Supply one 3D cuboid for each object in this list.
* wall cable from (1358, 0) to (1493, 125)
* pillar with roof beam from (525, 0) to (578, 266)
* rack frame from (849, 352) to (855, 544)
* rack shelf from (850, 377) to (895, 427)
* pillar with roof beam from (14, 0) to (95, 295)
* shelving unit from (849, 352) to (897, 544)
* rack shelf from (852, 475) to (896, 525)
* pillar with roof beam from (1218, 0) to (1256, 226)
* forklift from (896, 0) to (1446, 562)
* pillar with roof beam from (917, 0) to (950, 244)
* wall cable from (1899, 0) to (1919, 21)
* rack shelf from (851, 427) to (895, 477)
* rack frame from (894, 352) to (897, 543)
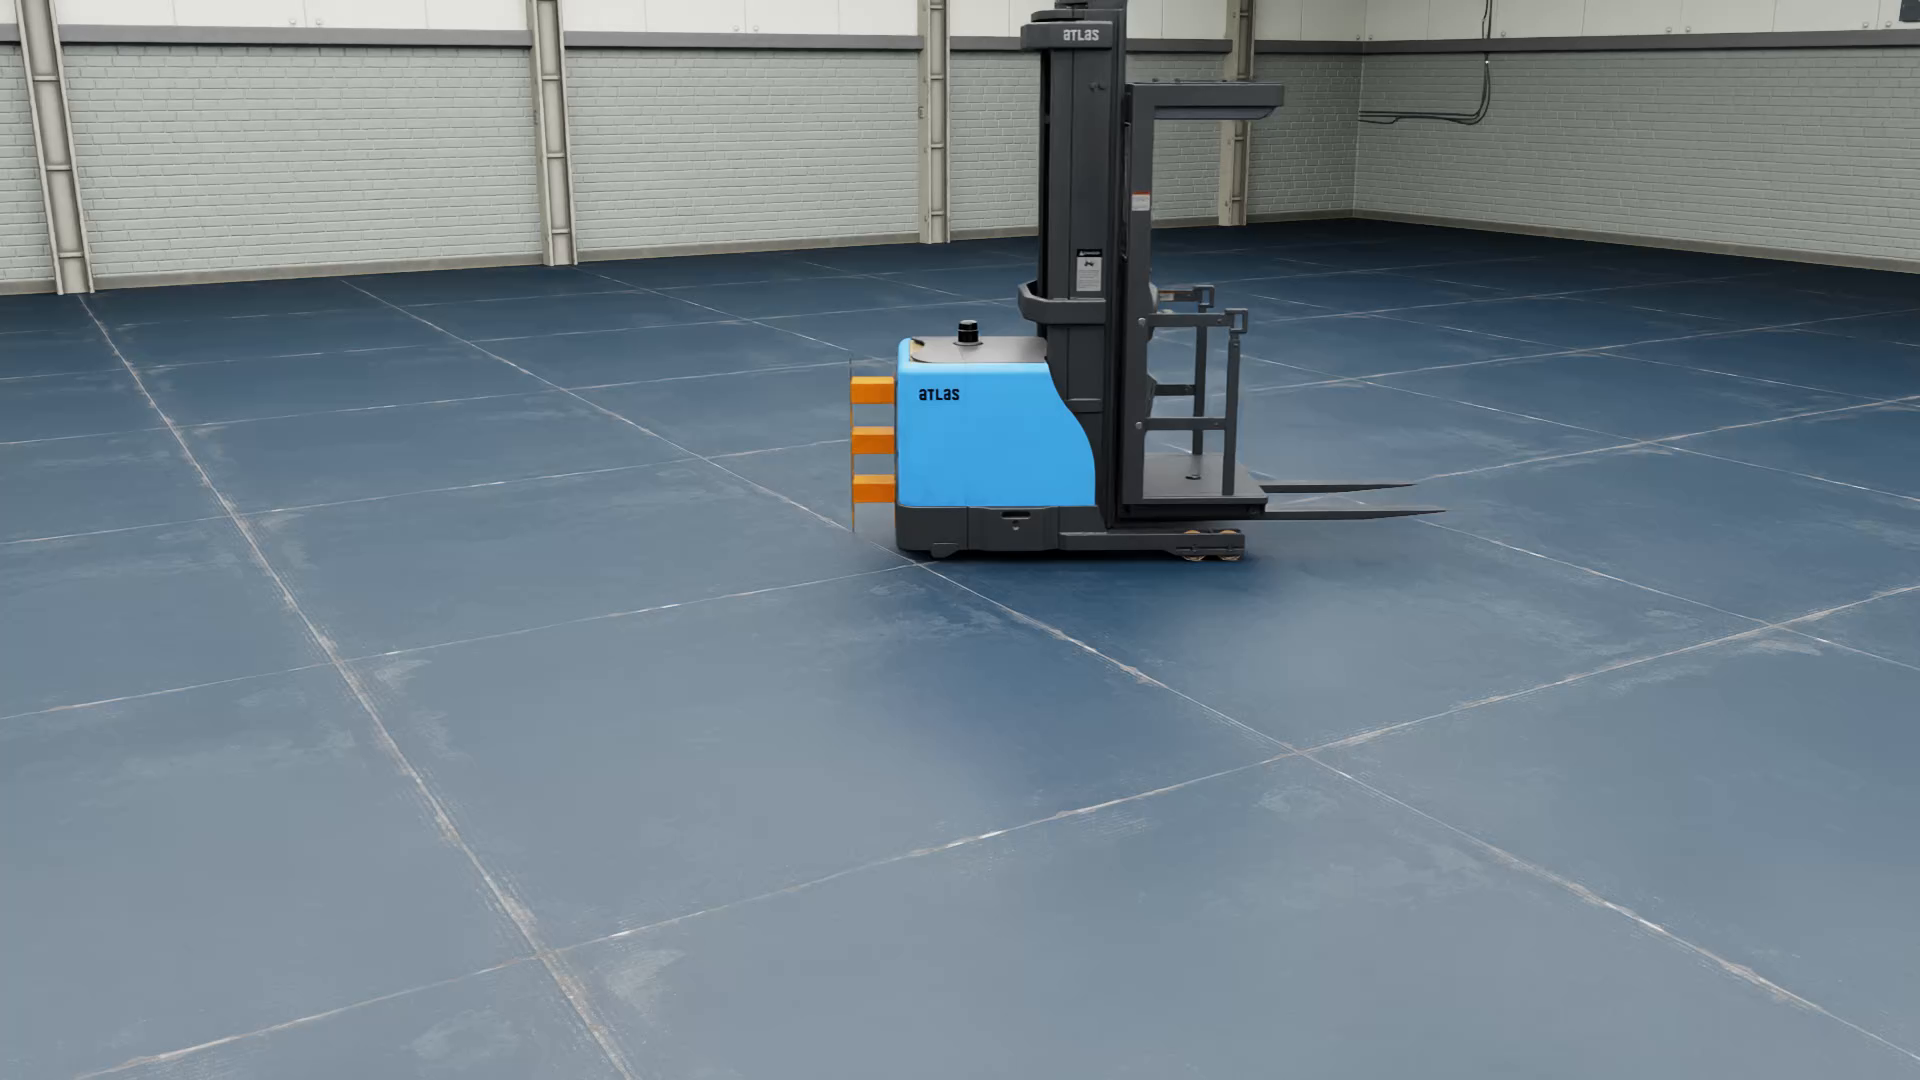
[{"bbox_3d":[7.950,-8.438,28.593,0.112,2.526,3.097,-9,18,-30],"label":"wall cable"},{"bbox_3d":[-3.325,-7.166,18.301,0.400,9.000,9.100,-9,18,-30],"label":"pillar with roof beam"},{"bbox_3d":[-0.605,-0.512,9.291,0.008,1.050,0.200,0,16,-2],"label":"rack frame"},{"bbox_3d":[-0.483,-0.776,9.221,0.240,0.259,0.215,0,16,-2],"label":"rack shelf"},{"bbox_3d":[-8.469,-6.332,15.325,0.400,9.000,9.100,-9,18,-30],"label":"pillar with roof beam"},{"bbox_3d":[-0.483,-0.513,9.295,0.252,1.050,0.215,0,16,-2],"label":"shelving unit"},{"bbox_3d":[-0.483,-0.235,9.372,0.240,0.259,0.215,0,16,-2],"label":"rack shelf"},{"bbox_3d":[6.961,-8.834,24.251,0.400,9.000,9.100,-9,18,-30],"label":"pillar with roof beam"},{"bbox_3d":[1.161,-1.438,9.110,3.031,2.935,1.130,0,16,-2],"label":"forklift"},{"bbox_3d":[1.818,-8.000,21.276,0.400,9.000,9.100,-9,18,-30],"label":"pillar with roof beam"},{"bbox_3d":[12.826,-9.372,19.871,0.169,6.003,2.305,-9,18,-30],"label":"wall cable"},{"bbox_3d":[-0.483,-0.503,9.297,0.240,0.259,0.215,0,16,-2],"label":"rack shelf"},{"bbox_3d":[-0.361,-0.514,9.298,0.008,1.050,0.200,0,16,-2],"label":"rack frame"}]
